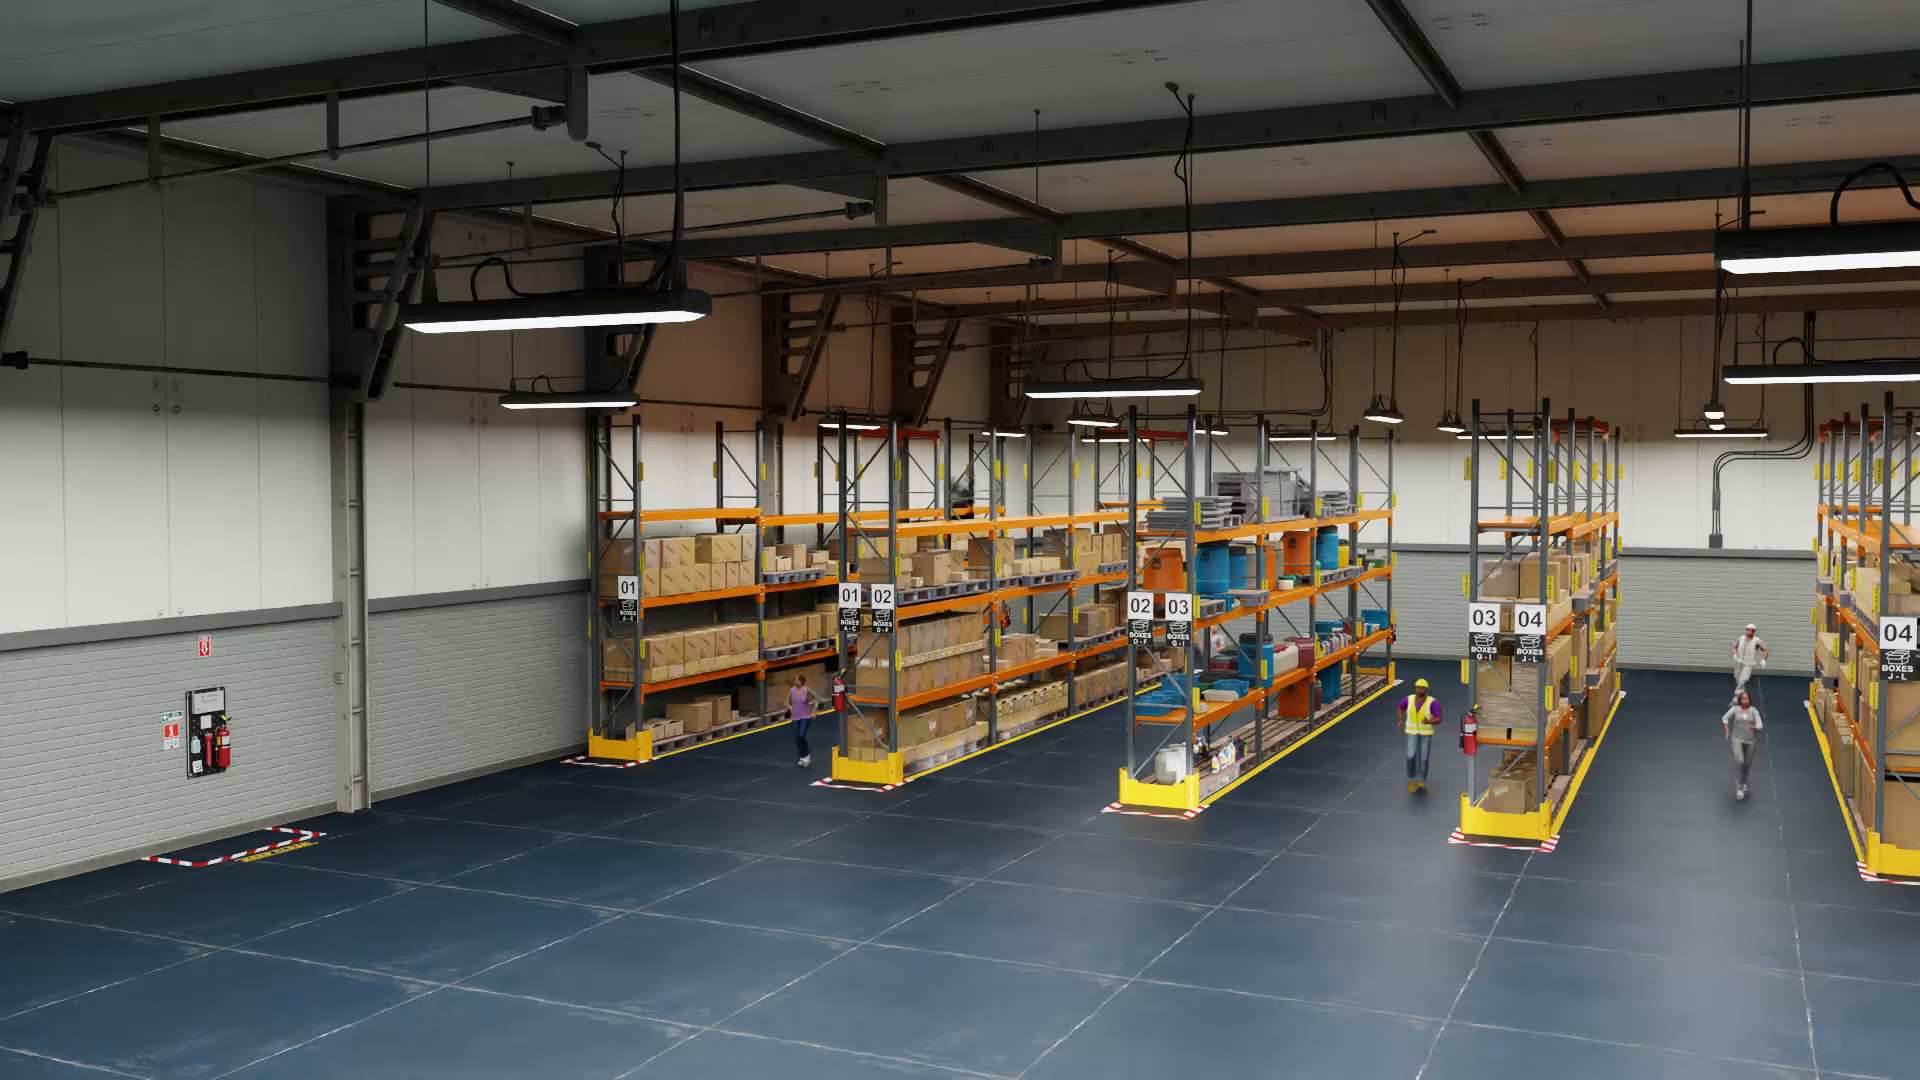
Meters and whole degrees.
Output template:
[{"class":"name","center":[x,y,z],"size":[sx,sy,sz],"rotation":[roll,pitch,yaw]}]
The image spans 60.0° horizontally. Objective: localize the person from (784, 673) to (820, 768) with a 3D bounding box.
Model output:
[{"class":"person","center":[-2.699,3.042,28.083],"size":[0.556,1.586,0.620],"rotation":[1,2,16]}]

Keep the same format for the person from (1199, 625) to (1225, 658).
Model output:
[{"class":"person","center":[5.620,2.650,37.119],"size":[0.577,1.641,0.868],"rotation":[1,2,13]}]

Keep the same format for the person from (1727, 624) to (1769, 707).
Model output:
[{"class":"person","center":[16.620,2.642,35.142],"size":[0.939,1.757,0.724],"rotation":[-2,3,-40]}]

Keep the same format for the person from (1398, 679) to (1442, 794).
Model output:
[{"class":"person","center":[7.161,3.058,25.931],"size":[0.687,1.791,0.702],"rotation":[1,2,19]}]

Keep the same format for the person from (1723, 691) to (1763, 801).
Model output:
[{"class":"person","center":[12.037,3.191,25.565],"size":[0.510,1.544,0.721],"rotation":[1,2,13]}]
